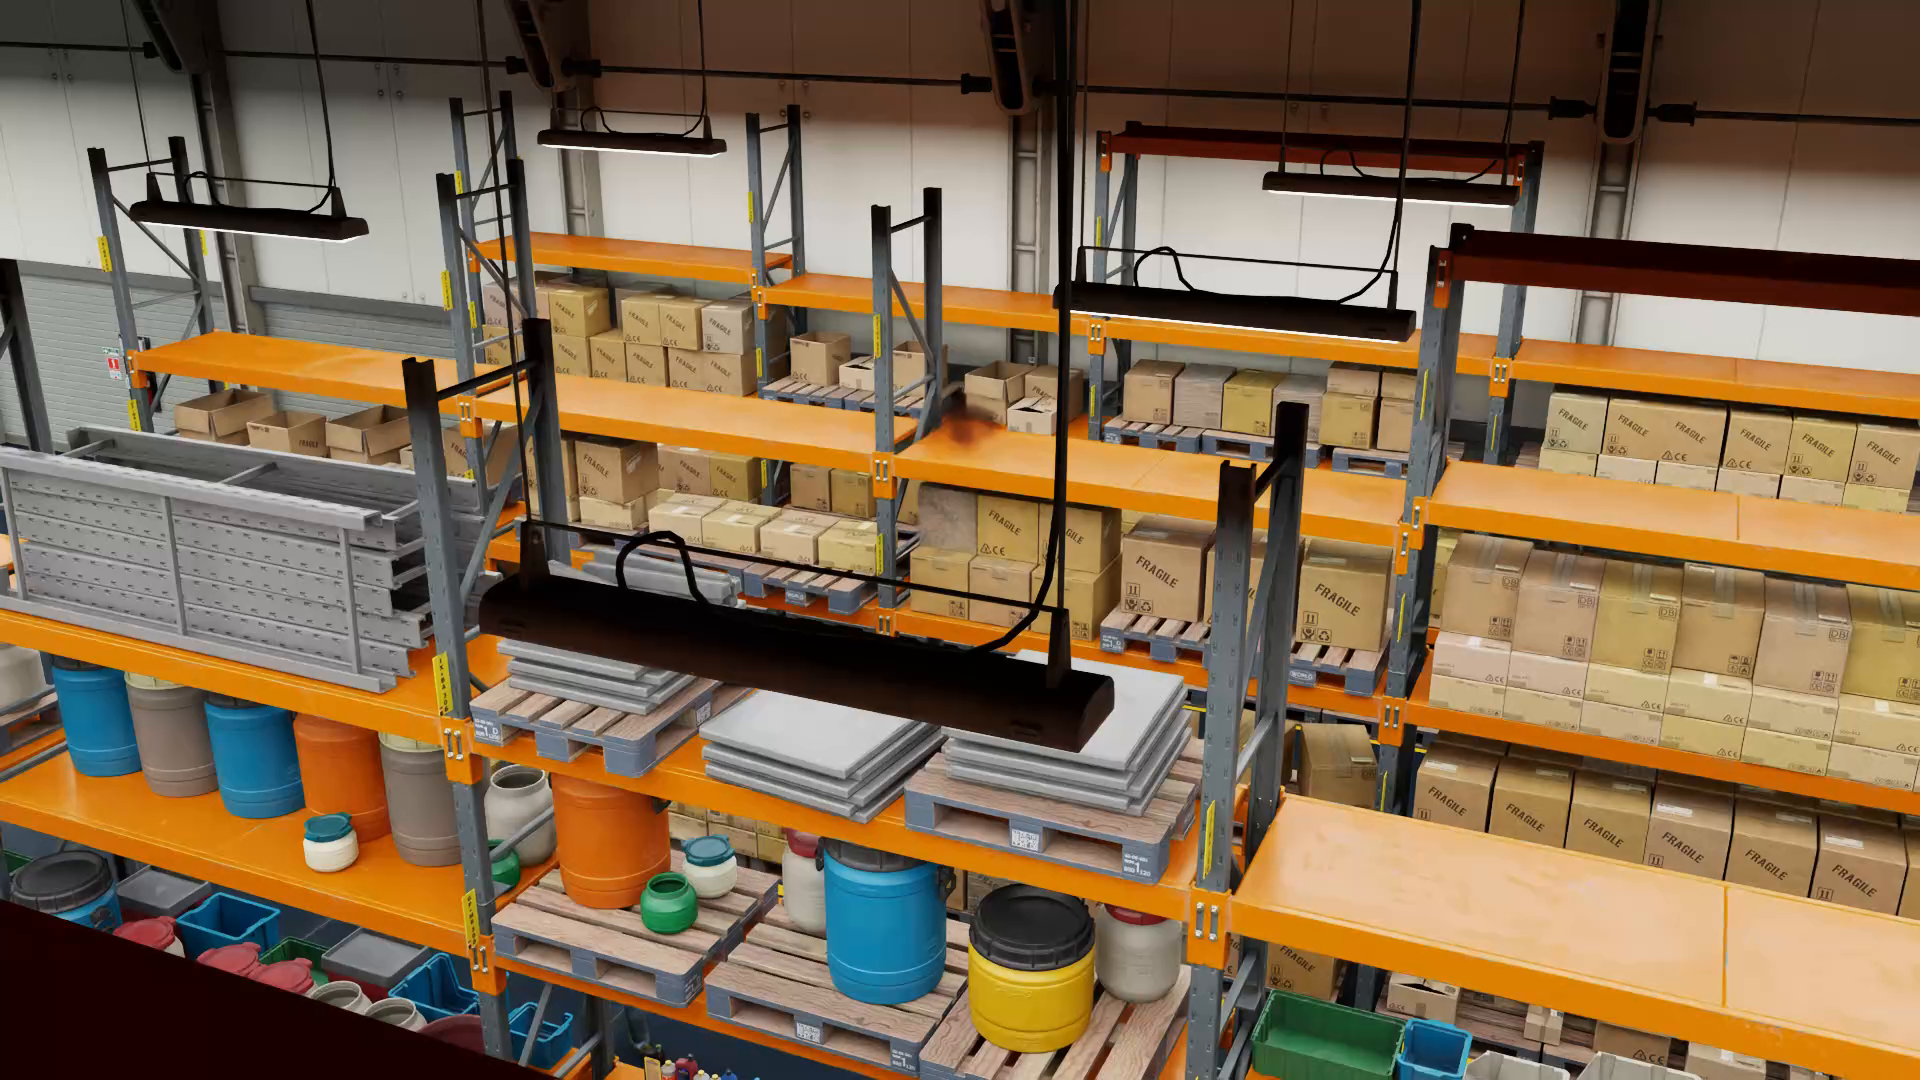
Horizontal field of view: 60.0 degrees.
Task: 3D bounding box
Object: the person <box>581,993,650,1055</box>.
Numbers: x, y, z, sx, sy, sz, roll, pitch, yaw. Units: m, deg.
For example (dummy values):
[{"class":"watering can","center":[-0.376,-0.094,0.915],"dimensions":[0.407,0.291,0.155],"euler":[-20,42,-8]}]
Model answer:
[{"class":"person","center":[-2.555,3.010,12.162],"dimensions":[0.640,1.753,0.488],"euler":[1,21,4]}]
